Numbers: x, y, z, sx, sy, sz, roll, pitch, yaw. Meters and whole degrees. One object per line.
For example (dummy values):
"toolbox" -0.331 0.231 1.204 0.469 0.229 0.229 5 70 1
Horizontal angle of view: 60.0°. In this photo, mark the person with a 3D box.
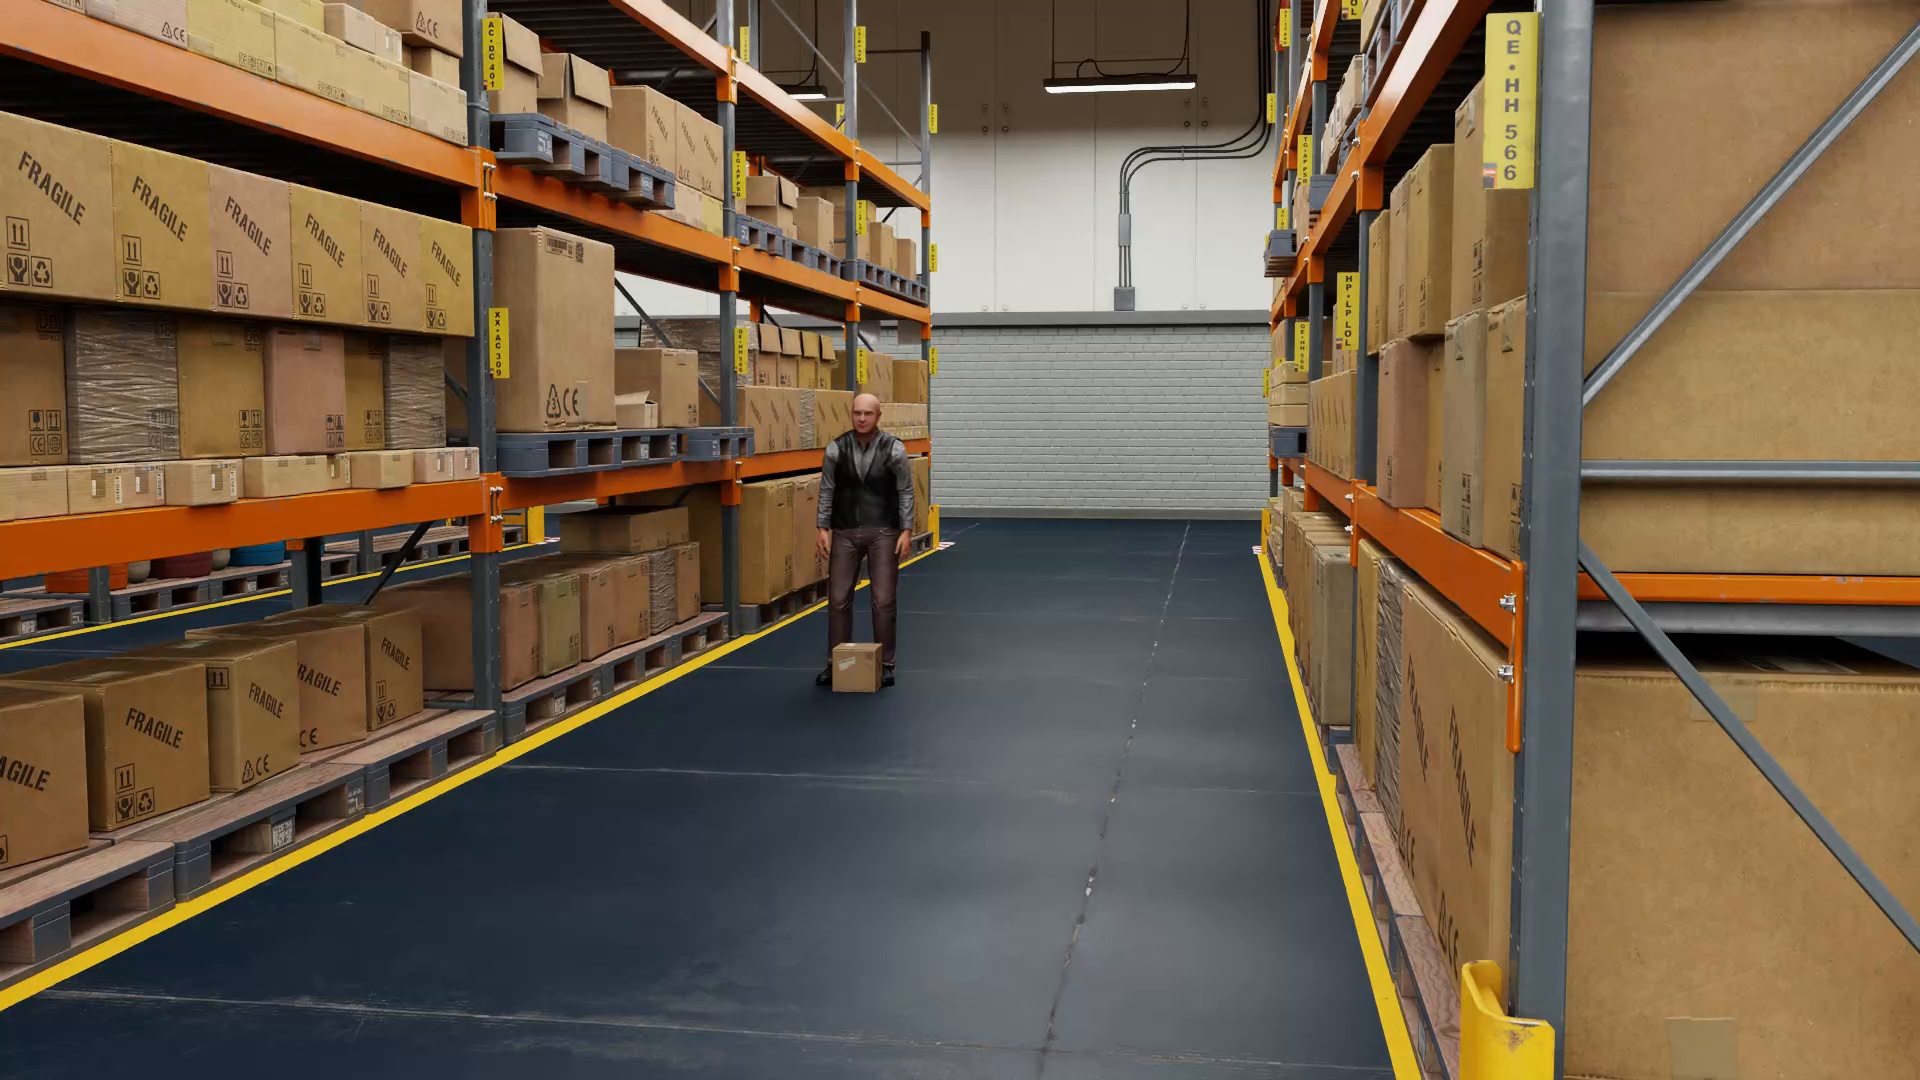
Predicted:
"person" -0.561 -0.011 9.925 0.587 1.721 0.412 1 4 8
